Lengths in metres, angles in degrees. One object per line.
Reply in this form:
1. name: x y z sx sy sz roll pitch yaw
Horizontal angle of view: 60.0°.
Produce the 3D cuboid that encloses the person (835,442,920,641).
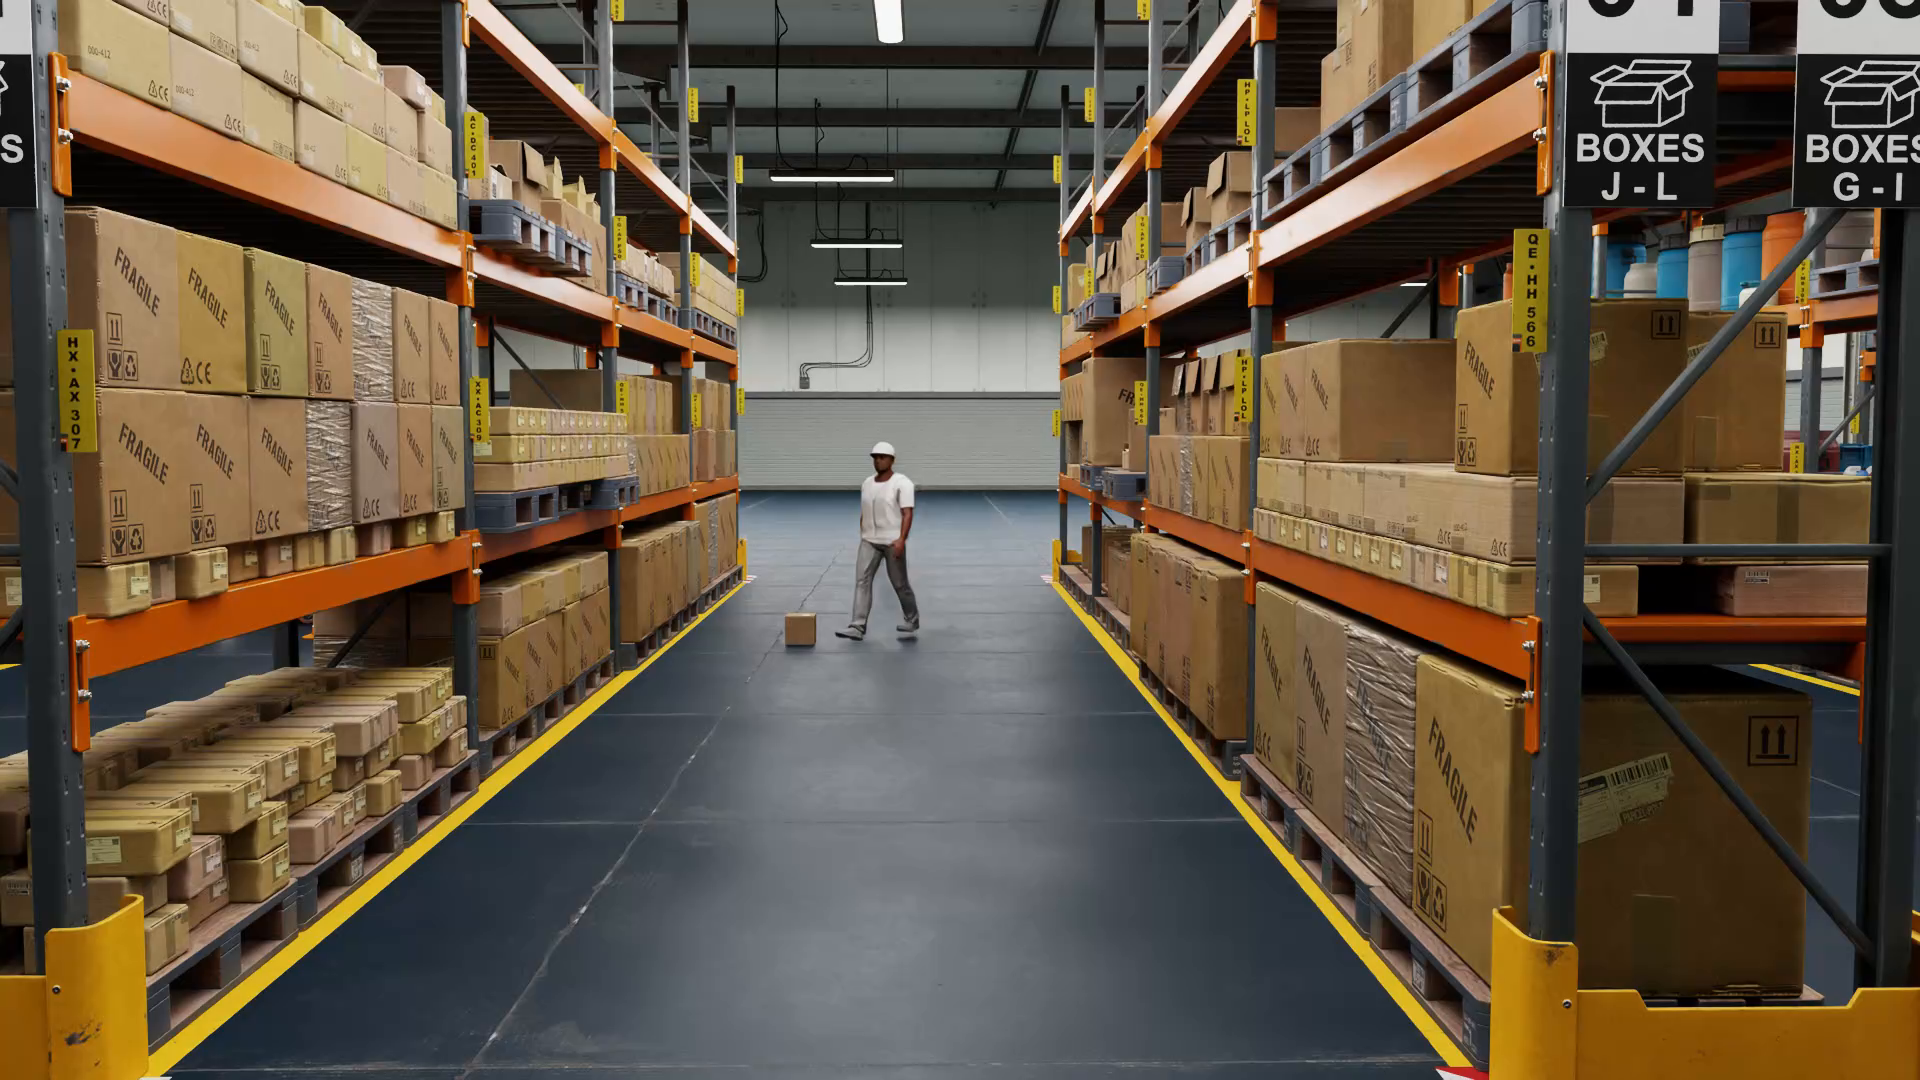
1. person: -0.695 0.009 14.553 0.608 1.727 1.009 2 4 27
